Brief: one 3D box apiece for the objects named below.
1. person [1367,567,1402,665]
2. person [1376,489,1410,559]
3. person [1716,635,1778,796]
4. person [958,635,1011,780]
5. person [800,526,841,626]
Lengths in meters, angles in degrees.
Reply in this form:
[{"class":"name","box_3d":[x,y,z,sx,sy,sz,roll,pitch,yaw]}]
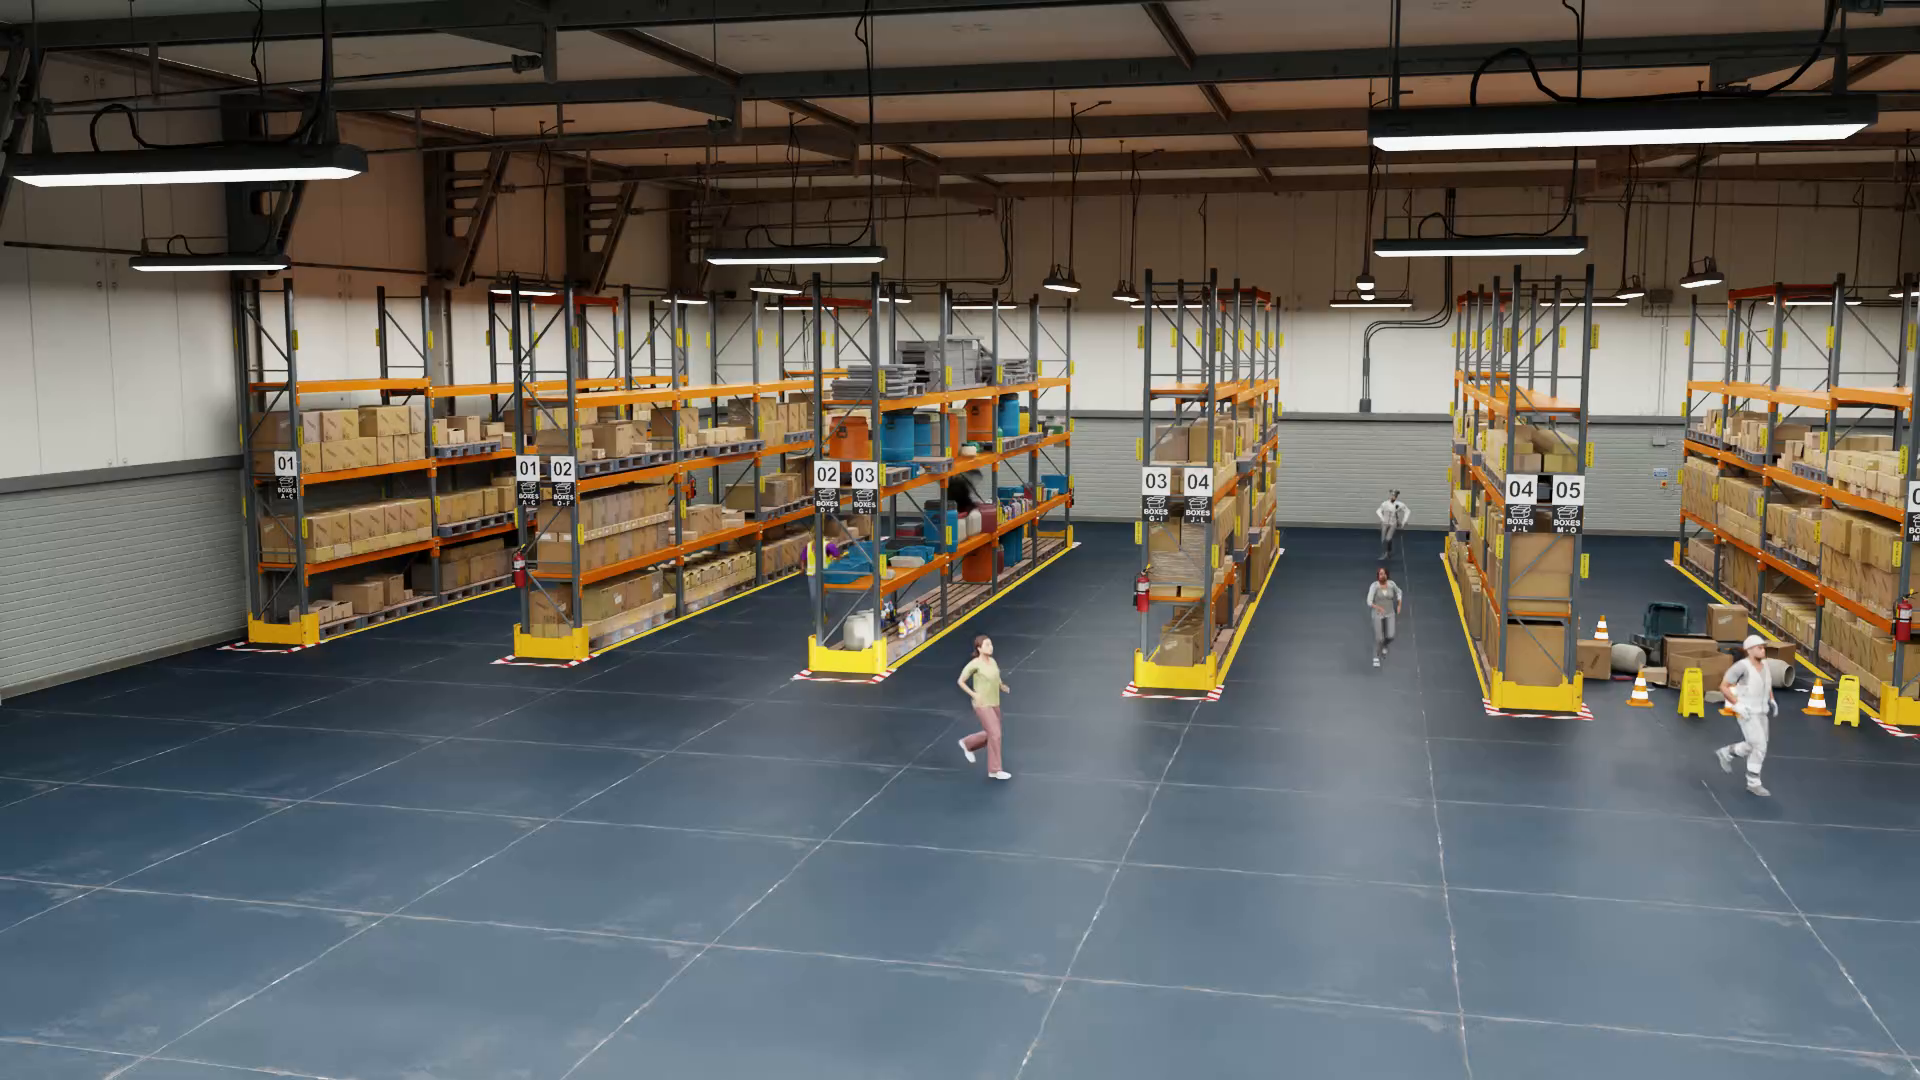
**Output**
[{"class":"person","box_3d":[6.502,1.182,25.459,0.565,1.554,0.689,1,7,6]},{"class":"person","box_3d":[9.812,-0.347,37.818,0.703,1.633,0.586,4,8,33]},{"class":"person","box_3d":[8.777,1.921,18.577,0.678,1.760,0.767,-4,8,-27]},{"class":"person","box_3d":[0.267,1.903,19.137,0.802,1.635,0.589,6,9,40]},{"class":"person","box_3d":[-2.428,0.623,28.390,0.708,1.728,0.524,2,7,16]}]
